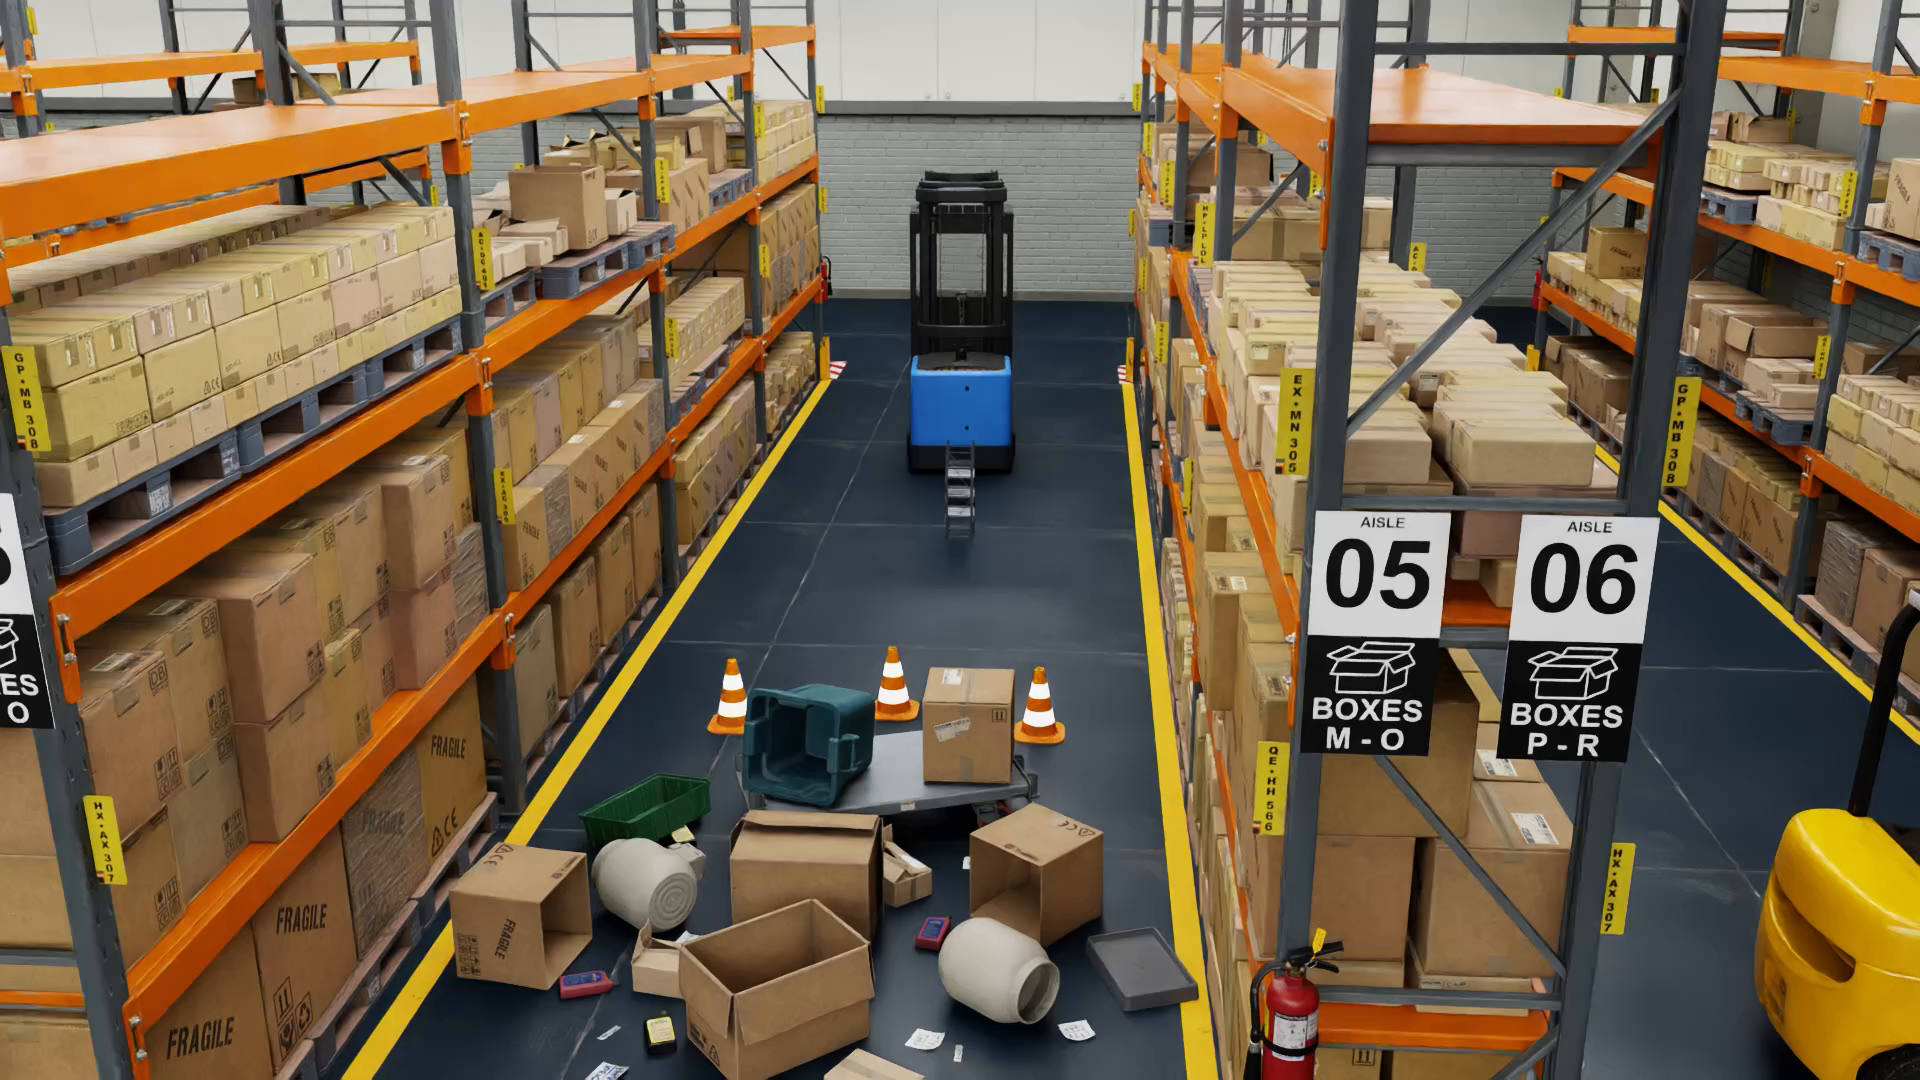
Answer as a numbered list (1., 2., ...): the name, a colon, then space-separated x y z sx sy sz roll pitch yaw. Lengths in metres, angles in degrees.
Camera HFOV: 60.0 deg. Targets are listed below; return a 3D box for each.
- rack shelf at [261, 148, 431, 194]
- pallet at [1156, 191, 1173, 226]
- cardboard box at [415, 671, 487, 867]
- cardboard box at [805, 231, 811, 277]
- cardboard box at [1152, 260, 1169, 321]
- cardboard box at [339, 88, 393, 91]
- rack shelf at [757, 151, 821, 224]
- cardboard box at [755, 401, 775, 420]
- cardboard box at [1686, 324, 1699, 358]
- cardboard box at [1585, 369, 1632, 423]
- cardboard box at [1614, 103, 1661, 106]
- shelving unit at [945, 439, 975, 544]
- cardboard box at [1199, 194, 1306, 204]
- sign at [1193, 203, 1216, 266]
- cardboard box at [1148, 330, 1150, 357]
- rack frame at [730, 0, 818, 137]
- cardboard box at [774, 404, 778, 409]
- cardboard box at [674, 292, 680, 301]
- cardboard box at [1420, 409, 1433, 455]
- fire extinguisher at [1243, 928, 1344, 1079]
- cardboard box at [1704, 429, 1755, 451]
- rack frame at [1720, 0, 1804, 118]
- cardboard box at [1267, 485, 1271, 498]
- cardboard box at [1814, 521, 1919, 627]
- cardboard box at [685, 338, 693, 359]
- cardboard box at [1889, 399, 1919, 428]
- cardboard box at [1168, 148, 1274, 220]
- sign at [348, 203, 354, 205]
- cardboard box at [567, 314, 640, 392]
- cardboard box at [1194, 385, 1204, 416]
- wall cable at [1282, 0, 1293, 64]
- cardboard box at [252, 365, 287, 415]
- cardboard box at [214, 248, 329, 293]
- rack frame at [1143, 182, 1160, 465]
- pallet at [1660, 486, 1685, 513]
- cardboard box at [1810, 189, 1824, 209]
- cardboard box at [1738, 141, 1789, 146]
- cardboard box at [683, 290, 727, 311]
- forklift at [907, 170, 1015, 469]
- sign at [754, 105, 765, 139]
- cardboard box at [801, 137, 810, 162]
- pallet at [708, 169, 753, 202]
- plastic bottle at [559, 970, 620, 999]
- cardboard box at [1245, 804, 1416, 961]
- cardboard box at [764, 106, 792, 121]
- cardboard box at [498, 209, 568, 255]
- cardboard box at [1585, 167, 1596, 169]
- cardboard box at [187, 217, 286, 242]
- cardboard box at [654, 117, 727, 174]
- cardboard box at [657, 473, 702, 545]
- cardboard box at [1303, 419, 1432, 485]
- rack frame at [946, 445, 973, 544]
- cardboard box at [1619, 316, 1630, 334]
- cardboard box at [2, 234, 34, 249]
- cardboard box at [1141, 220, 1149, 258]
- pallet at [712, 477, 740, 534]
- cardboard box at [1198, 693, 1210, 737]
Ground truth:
1. rack shelf: -7.334 -4.139 19.075 1.077 0.370 4.000 1 18 4
2. pallet: 2.190 -2.855 14.304 1.003 0.211 1.213 2 18 6
3. cardboard box: -3.226 1.197 9.192 0.875 0.875 0.875 2 18 5
4. cardboard box: -2.069 -3.418 19.899 0.500 0.500 0.500 1 18 3
5. cardboard box: 2.041 -2.291 15.331 0.500 0.500 0.500 1 18 3
6. cardboard box: -7.175 -5.234 20.265 0.700 0.500 0.500 0 18 1
7. rack shelf: -2.395 -3.997 18.641 1.077 0.370 4.000 1 18 4
8. cardboard box: -2.193 -1.384 17.754 0.380 0.149 0.250 2 18 6
9. cardboard box: 6.875 -1.816 15.189 0.396 0.266 0.258 2 18 7
10. cardboard box: 7.332 -1.582 18.275 0.700 0.500 0.500 1 18 2
11. cardboard box: 7.891 -4.934 19.308 0.500 0.250 0.500 1 18 2
12. shelving unit: 0.001 -0.430 14.791 0.258 0.900 0.210 1 18 4
13. cardboard box: 2.042 -2.149 11.687 0.700 0.500 0.500 1 18 4
14. sign: 1.279 -1.598 8.702 0.100 0.325 0.005 1 18 4
15. cardboard box: 2.076 -1.850 15.993 0.500 0.250 0.500 1 18 3
16. rack frame: -2.251 -6.385 19.958 1.000 3.000 0.127 1 18 4
17. cardboard box: -2.206 -1.404 18.294 0.380 0.149 0.250 1 18 4
18. cardboard box: -3.025 -2.401 16.686 0.380 0.149 0.250 2 18 5
19. cardboard box: 1.894 -0.288 5.930 0.500 0.250 0.500 1 18 3
20. fire extinguisher: 1.079 1.576 5.420 0.296 0.674 0.183 1 18 4
21. cardboard box: 7.036 -0.911 15.183 0.380 0.149 0.250 2 18 6
22. rack frame: 7.358 -4.954 15.590 1.000 3.000 0.127 1 18 4
23. cardboard box: 1.386 -0.224 6.377 0.380 0.149 0.250 1 18 3
24. cardboard box: 7.013 0.261 12.447 0.875 0.625 0.625 2 18 6
25. cardboard box: -2.539 -1.662 14.430 0.380 0.149 0.250 1 18 4
26. cardboard box: 6.738 -0.879 11.587 0.380 0.149 0.250 1 18 5
27. cardboard box: 1.996 -2.765 12.887 0.797 0.503 0.637 0 18 1
28. sign: -7.744 -4.140 21.222 0.100 0.325 0.005 1 18 4
29. cardboard box: -2.867 -1.433 12.713 0.700 0.500 0.500 1 18 4
30. cardboard box: 1.674 -0.873 10.417 0.380 0.149 0.250 1 18 2
31. wall cable: 6.346 -8.005 24.842 2.988 3.039 0.133 1 18 4
32. cardboard box: -2.963 -0.609 6.717 0.380 0.149 0.250 1 18 4
33. cardboard box: -2.928 -1.147 7.077 0.380 0.149 0.250 2 18 5
34. rack frame: 2.407 -2.213 16.859 1.000 3.000 0.127 1 18 4
35. pallet: 7.337 -0.525 16.185 1.003 0.211 1.213 1 18 4
36. cardboard box: 6.939 -2.681 13.071 0.380 0.149 0.250 2 18 5
37. cardboard box: 7.457 -3.622 15.432 0.380 0.149 0.250 1 18 4
38. cardboard box: -2.429 -2.281 15.839 0.380 0.149 0.250 1 18 4
39. forklift: 0.018 -2.521 17.910 1.130 2.935 3.031 0 18 0
40. sign: -1.984 -4.139 16.457 0.100 0.325 0.005 1 18 4
41. cardboard box: -2.049 -4.583 19.515 0.500 0.250 0.500 1 18 4
42. pallet: -2.688 -3.439 16.085 1.213 0.211 1.003 1 18 4
43. plastic bottle: -1.821 2.180 8.172 0.283 0.061 0.133 -5 19 -15
44. cardboard box: 1.310 1.151 5.956 0.500 0.500 0.500 1 18 3
45. cardboard box: -2.105 -4.809 18.761 0.380 0.149 0.250 2 18 5
46. cardboard box: -2.766 -1.992 10.750 0.396 0.266 0.258 1 18 4
47. cardboard box: 7.230 -4.240 18.631 0.380 0.149 0.250 1 18 4
48. cardboard box: -3.512 -1.476 8.081 0.380 0.149 0.250 1 18 3
49. cardboard box: -2.675 -3.849 16.201 0.700 0.500 0.500 1 18 4
50. cardboard box: -2.520 -0.275 14.286 0.500 0.500 0.500 1 18 2
51. cardboard box: 1.276 -0.283 5.274 0.380 0.149 0.250 1 18 4
52. rack frame: -0.007 -0.399 14.694 0.240 0.900 0.006 1 18 4
53. cardboard box: 7.120 -2.251 17.379 0.380 0.149 0.250 2 18 5
54. cardboard box: -7.554 -2.393 12.832 0.500 0.250 0.500 1 18 4
55. cardboard box: 2.237 -3.204 18.117 0.500 0.500 0.500 2 18 5
56. pallet: -2.677 -0.345 15.637 1.003 0.211 1.213 1 18 4
57. cardboard box: 1.453 0.929 8.766 0.380 0.149 0.250 2 18 5
